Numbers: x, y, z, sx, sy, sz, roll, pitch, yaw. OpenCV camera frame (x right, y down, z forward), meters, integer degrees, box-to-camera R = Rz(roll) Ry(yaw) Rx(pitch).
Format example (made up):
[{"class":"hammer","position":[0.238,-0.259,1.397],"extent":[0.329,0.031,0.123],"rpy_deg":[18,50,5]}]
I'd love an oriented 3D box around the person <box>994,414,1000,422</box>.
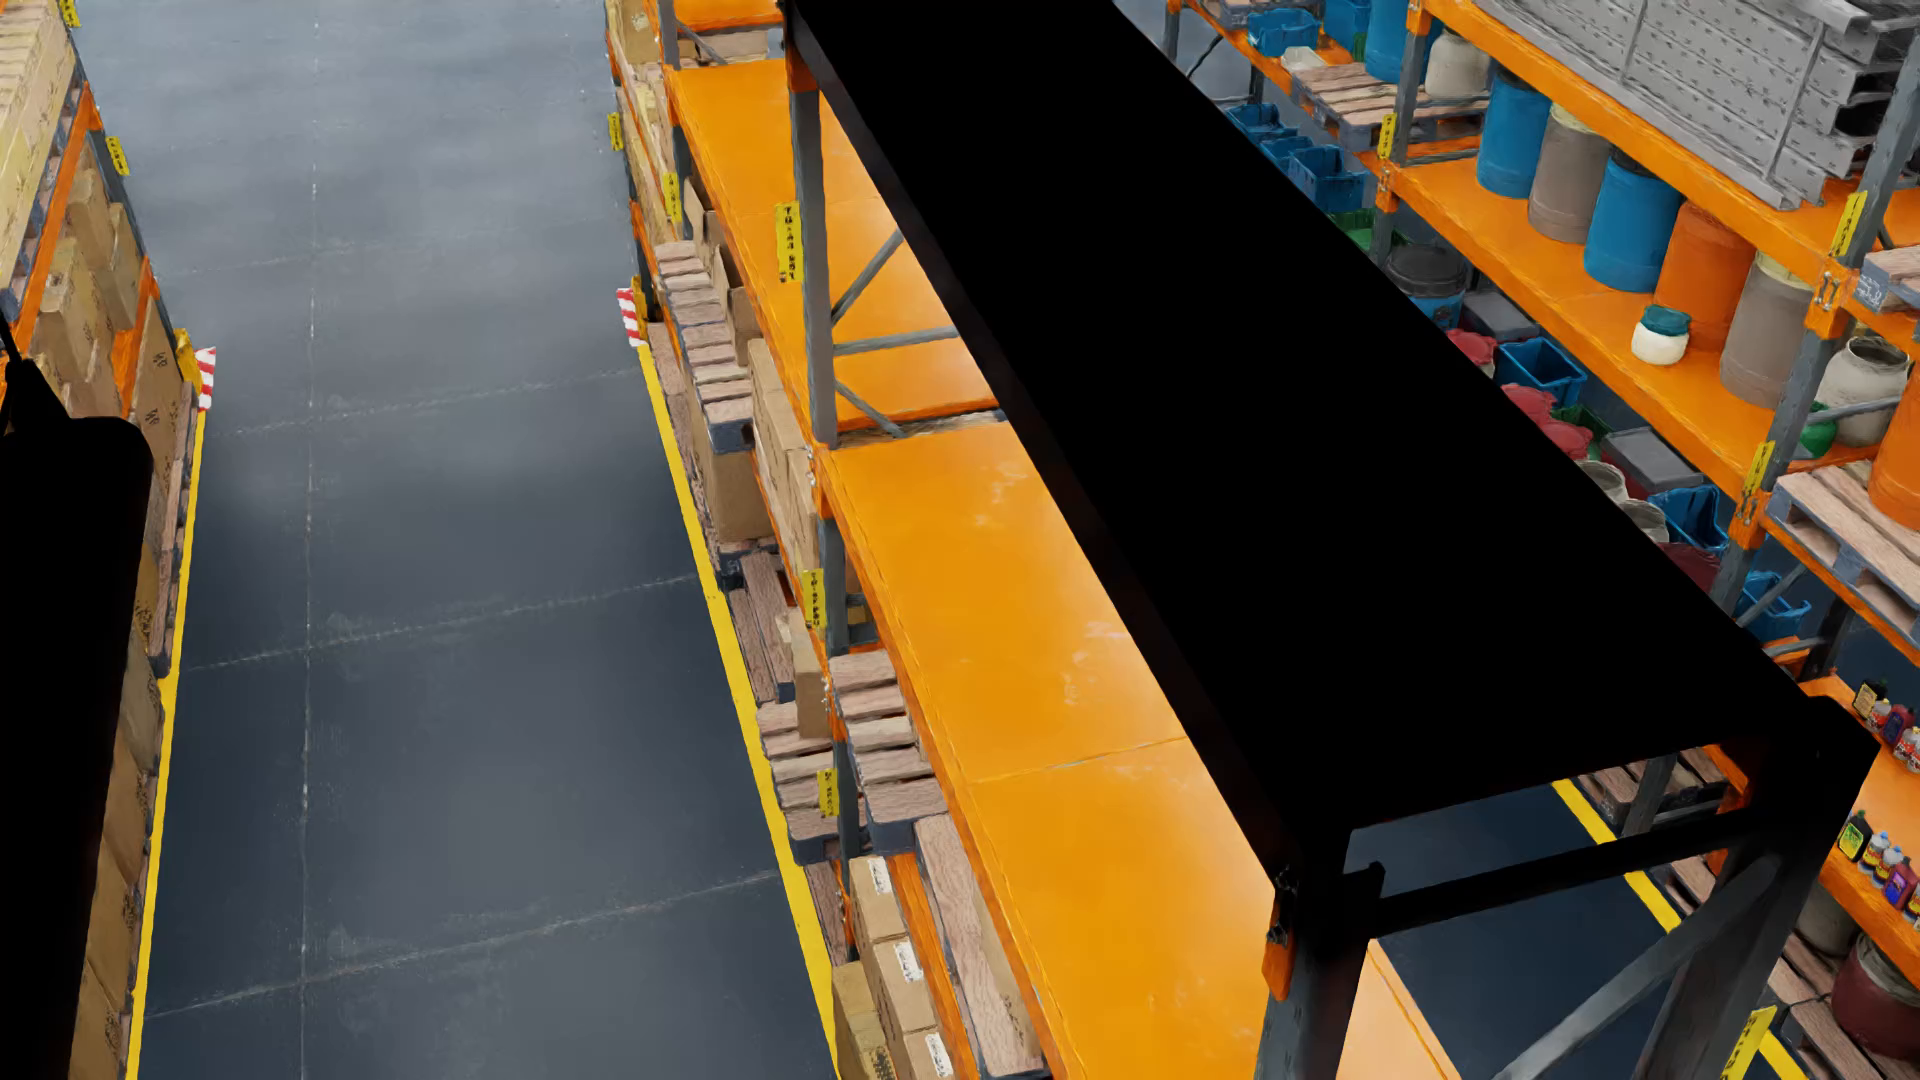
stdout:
[{"class":"person","position":[0.251,-0.184,11.829],"extent":[0.566,1.541,0.519],"rpy_deg":[-11,40,-14]}]
